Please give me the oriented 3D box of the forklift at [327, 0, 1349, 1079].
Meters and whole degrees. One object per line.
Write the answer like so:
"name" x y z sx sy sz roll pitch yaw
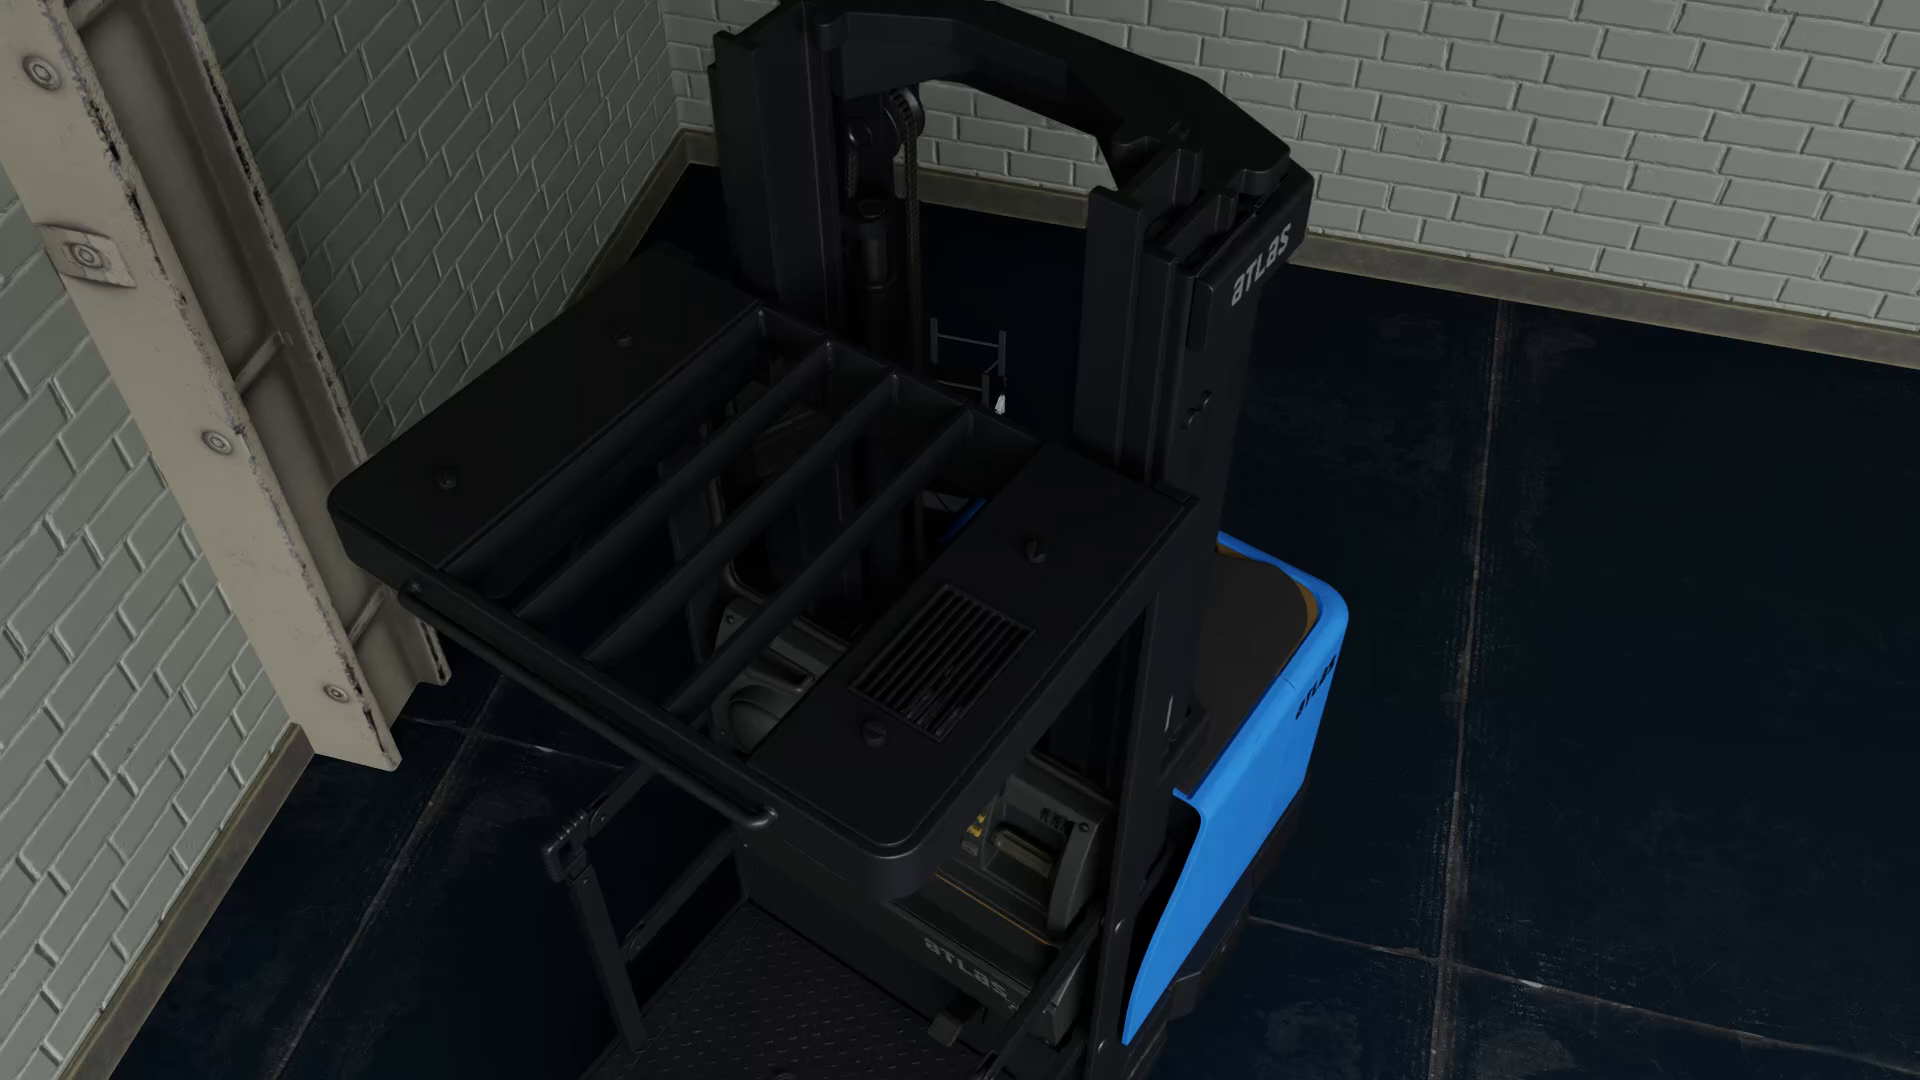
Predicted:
"forklift" -0.257 0.574 3.289 1.130 2.935 3.031 28 54 22

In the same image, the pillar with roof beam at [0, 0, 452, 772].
"pillar with roof beam" 2.315 -1.588 1.149 9.100 9.000 0.400 12 50 10

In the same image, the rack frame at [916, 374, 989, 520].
"rack frame" -0.029 -0.218 5.343 0.240 0.900 0.006 12 50 10

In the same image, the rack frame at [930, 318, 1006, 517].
"rack frame" 0.025 -0.365 5.472 0.240 0.900 0.006 12 50 10

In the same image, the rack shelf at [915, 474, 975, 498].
"rack shelf" -0.002 -0.210 5.500 0.258 0.077 0.200 12 50 10

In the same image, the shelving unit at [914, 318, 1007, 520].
"shelving unit" -0.002 -0.292 5.407 0.258 0.900 0.210 12 50 10

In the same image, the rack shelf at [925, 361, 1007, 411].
"rack shelf" -0.002 -0.449 5.230 0.258 0.077 0.200 12 50 10

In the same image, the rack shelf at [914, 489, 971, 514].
"rack shelf" -0.002 -0.151 5.567 0.258 0.077 0.200 12 50 10

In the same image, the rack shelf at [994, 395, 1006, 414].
"rack shelf" -0.002 -0.389 5.297 0.258 0.077 0.200 12 50 10
